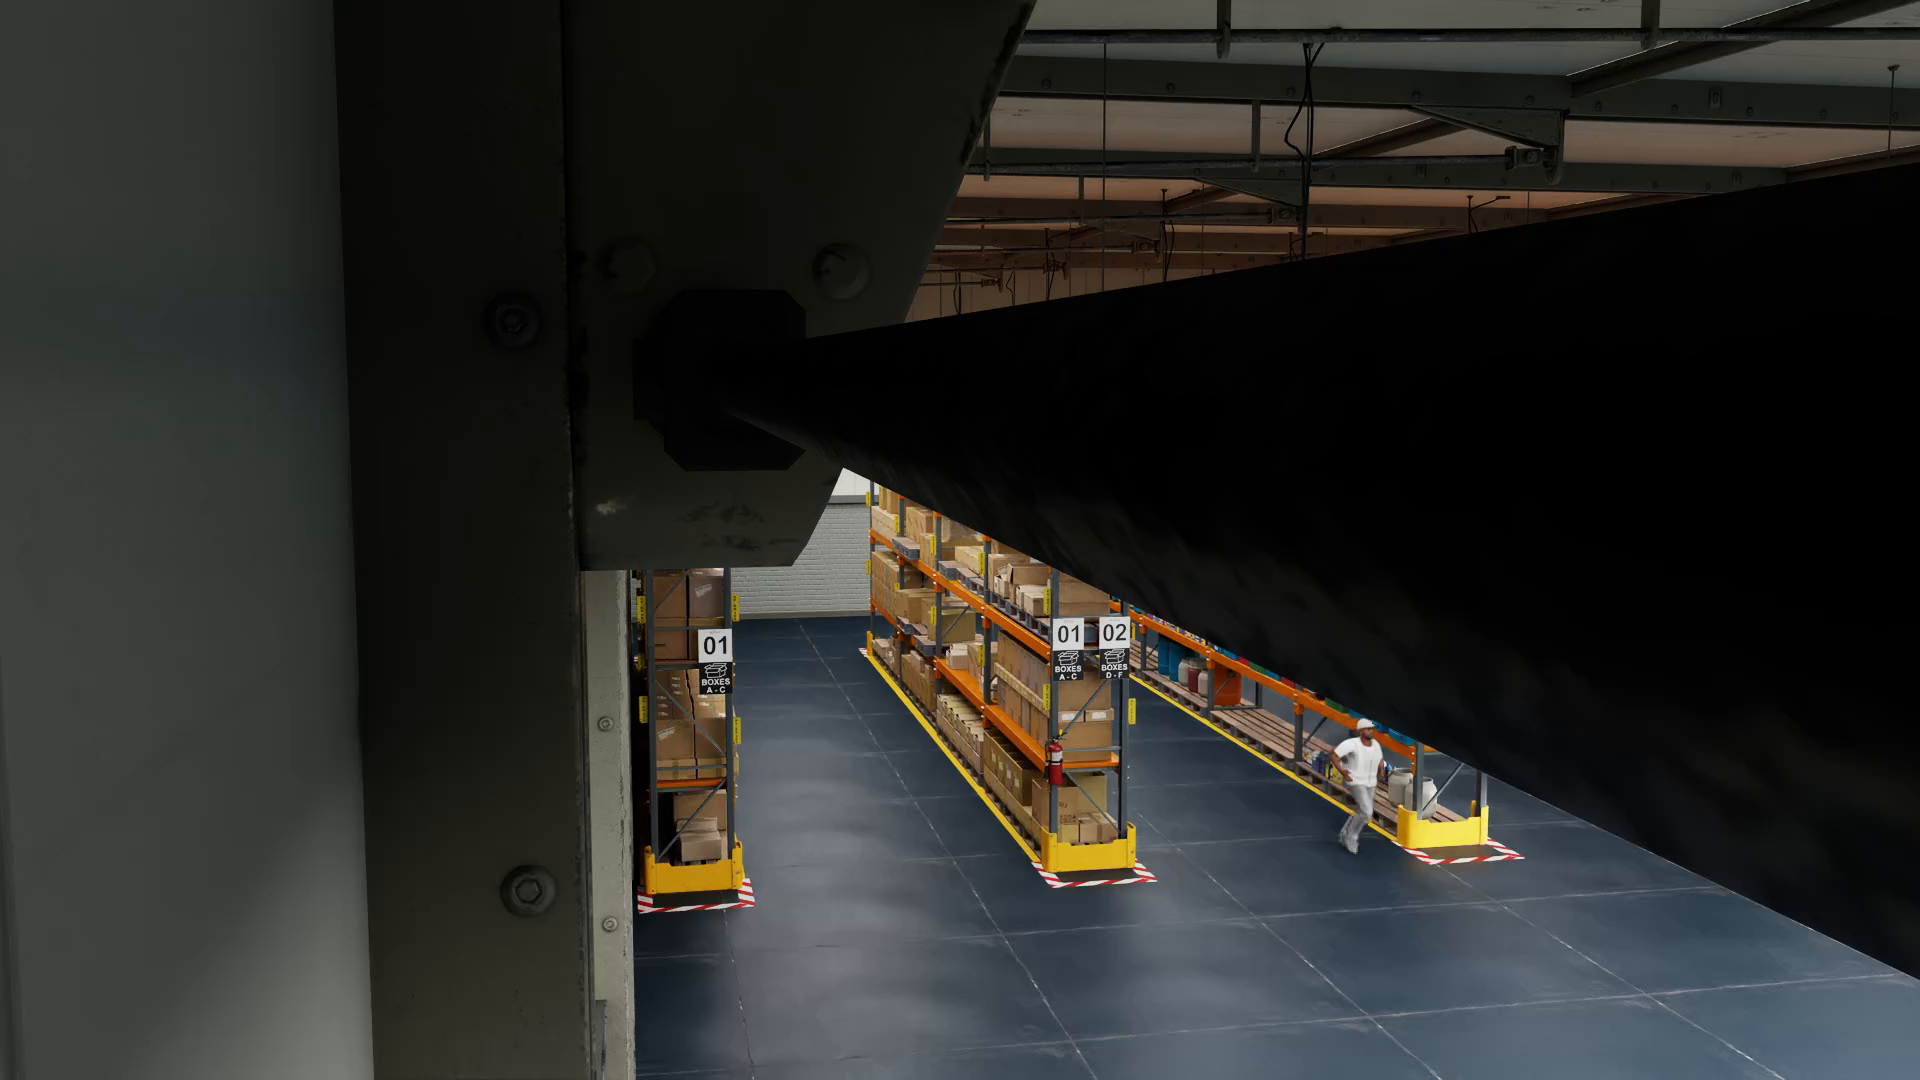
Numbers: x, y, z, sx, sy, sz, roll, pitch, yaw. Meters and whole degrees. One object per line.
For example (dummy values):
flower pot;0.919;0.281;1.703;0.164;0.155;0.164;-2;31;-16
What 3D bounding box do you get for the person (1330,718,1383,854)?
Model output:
person;5.260;3.204;21.720;0.731;1.777;0.611;-3;7;-30
